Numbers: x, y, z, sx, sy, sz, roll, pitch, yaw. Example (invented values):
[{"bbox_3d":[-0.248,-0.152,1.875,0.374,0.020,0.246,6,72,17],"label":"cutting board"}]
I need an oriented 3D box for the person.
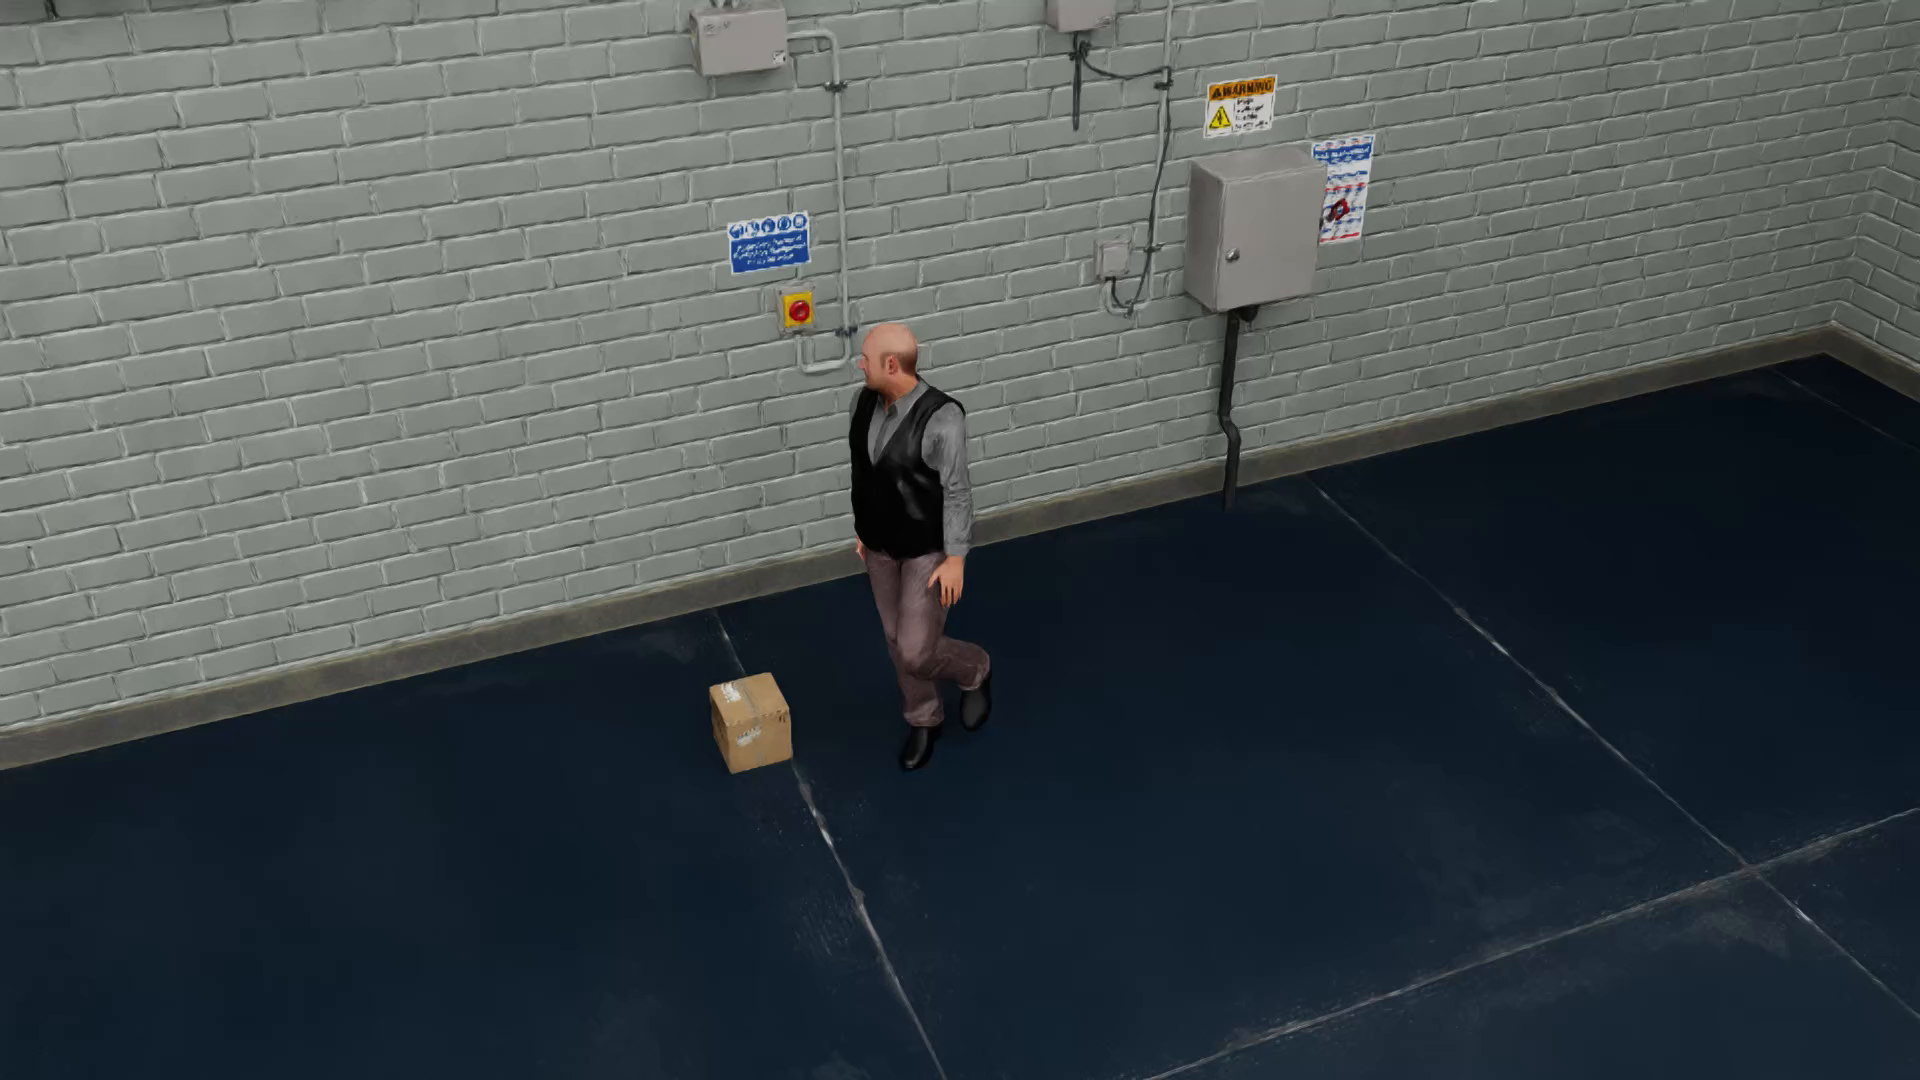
[{"bbox_3d":[-0.194,0.024,6.138,0.619,1.711,0.487,22,39,30],"label":"person"}]
